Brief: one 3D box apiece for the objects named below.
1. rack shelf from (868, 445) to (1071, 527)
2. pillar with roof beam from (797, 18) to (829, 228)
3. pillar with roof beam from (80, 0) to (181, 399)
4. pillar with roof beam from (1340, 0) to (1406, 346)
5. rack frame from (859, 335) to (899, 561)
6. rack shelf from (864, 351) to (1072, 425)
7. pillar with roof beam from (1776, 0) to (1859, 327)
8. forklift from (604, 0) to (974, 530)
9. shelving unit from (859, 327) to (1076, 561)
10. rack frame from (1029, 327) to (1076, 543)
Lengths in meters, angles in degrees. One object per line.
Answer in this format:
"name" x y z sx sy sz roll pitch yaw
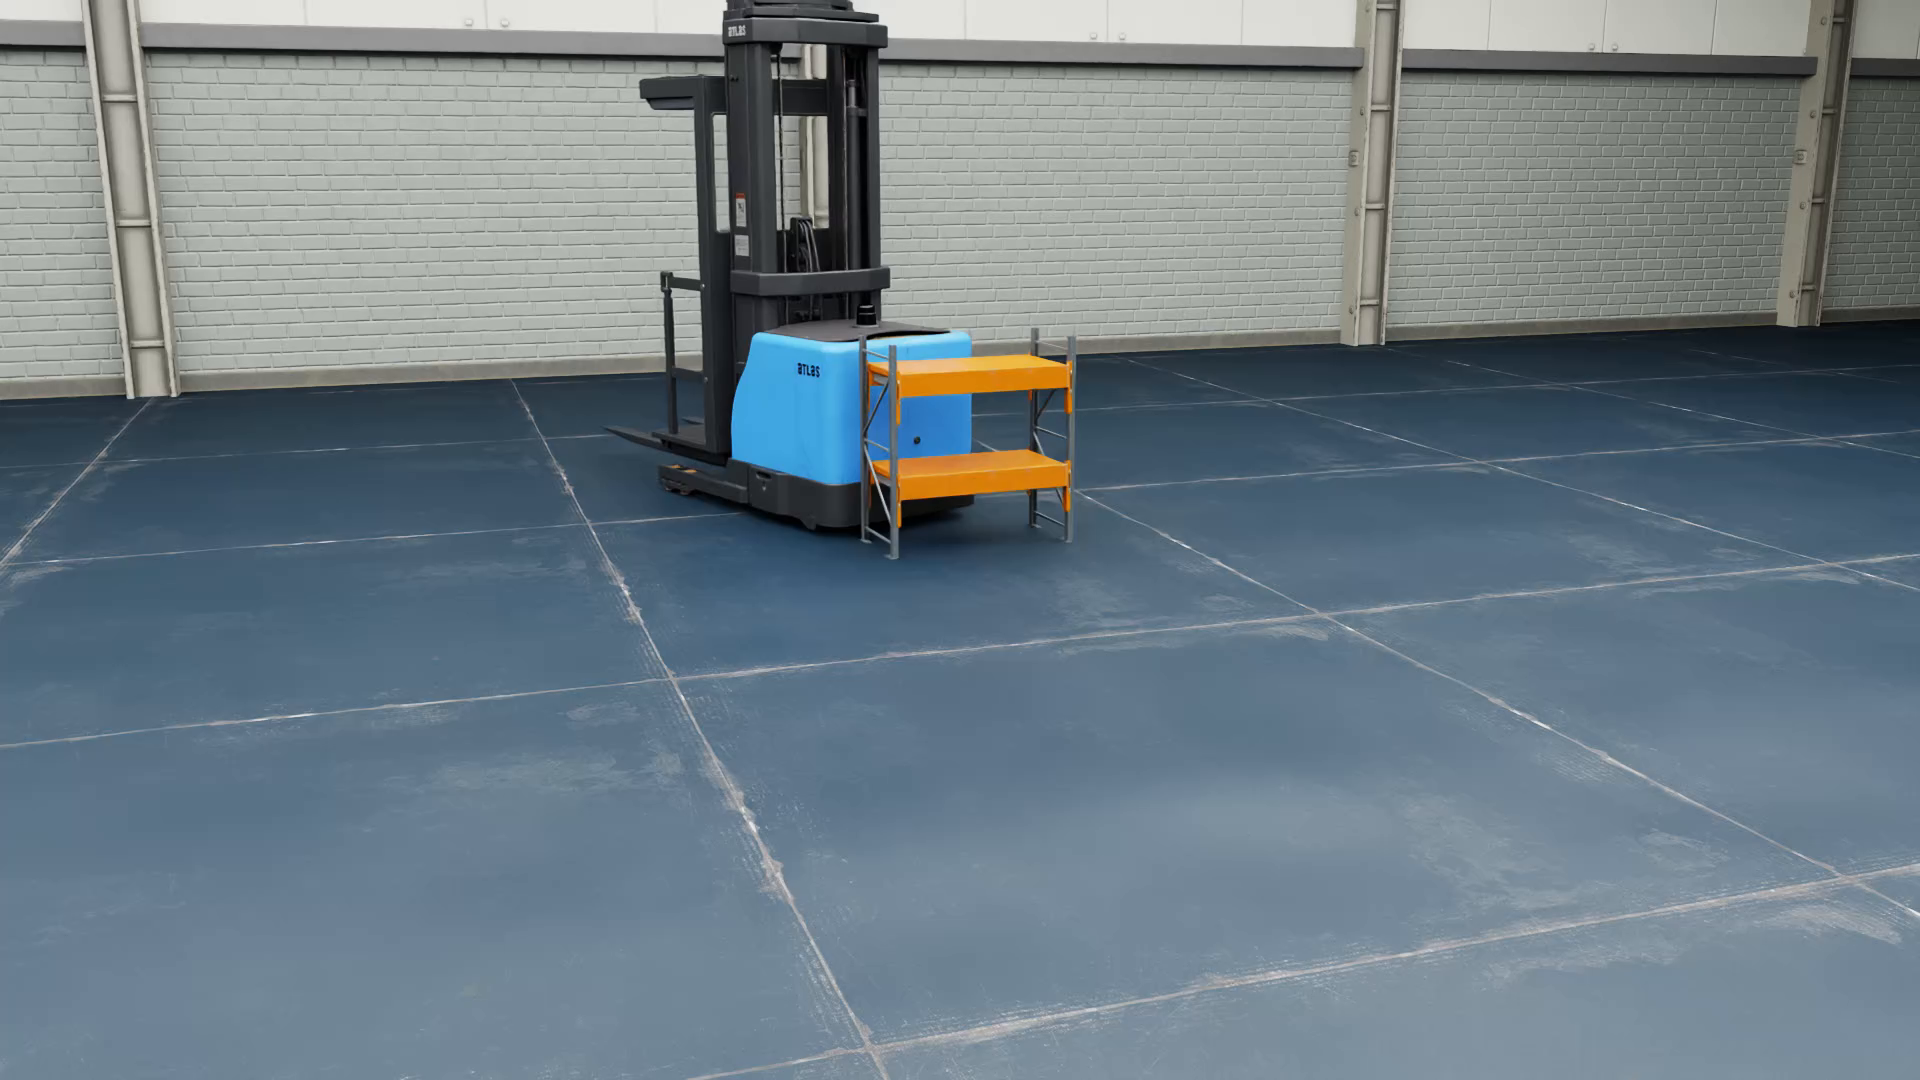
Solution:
"rack shelf" 0.037 -0.301 9.034 1.000 0.278 0.538 -6 14 -22
"pillar with roof beam" 0.073 -5.133 11.276 0.400 9.000 9.100 -4 14 -18
"pillar with roof beam" -5.614 -4.690 9.415 0.400 9.000 9.100 -4 14 -18
"pillar with roof beam" 5.759 -5.576 13.138 0.400 9.000 9.100 -4 14 -18
"rack frame" -0.431 -0.493 8.785 0.032 1.125 0.500 -6 14 -22
"rack shelf" 0.037 -0.824 8.910 1.000 0.278 0.538 -6 14 -22
"pillar with roof beam" 11.446 -6.019 15.000 0.400 9.000 9.100 -4 14 -18
"forklift" -1.236 -1.762 10.215 1.130 2.935 3.031 -11 17 -38
"shelving unit" 0.037 -0.539 8.978 1.048 1.125 0.538 -6 14 -22
"rack frame" 0.505 -0.585 9.171 0.032 1.125 0.500 -6 14 -22
